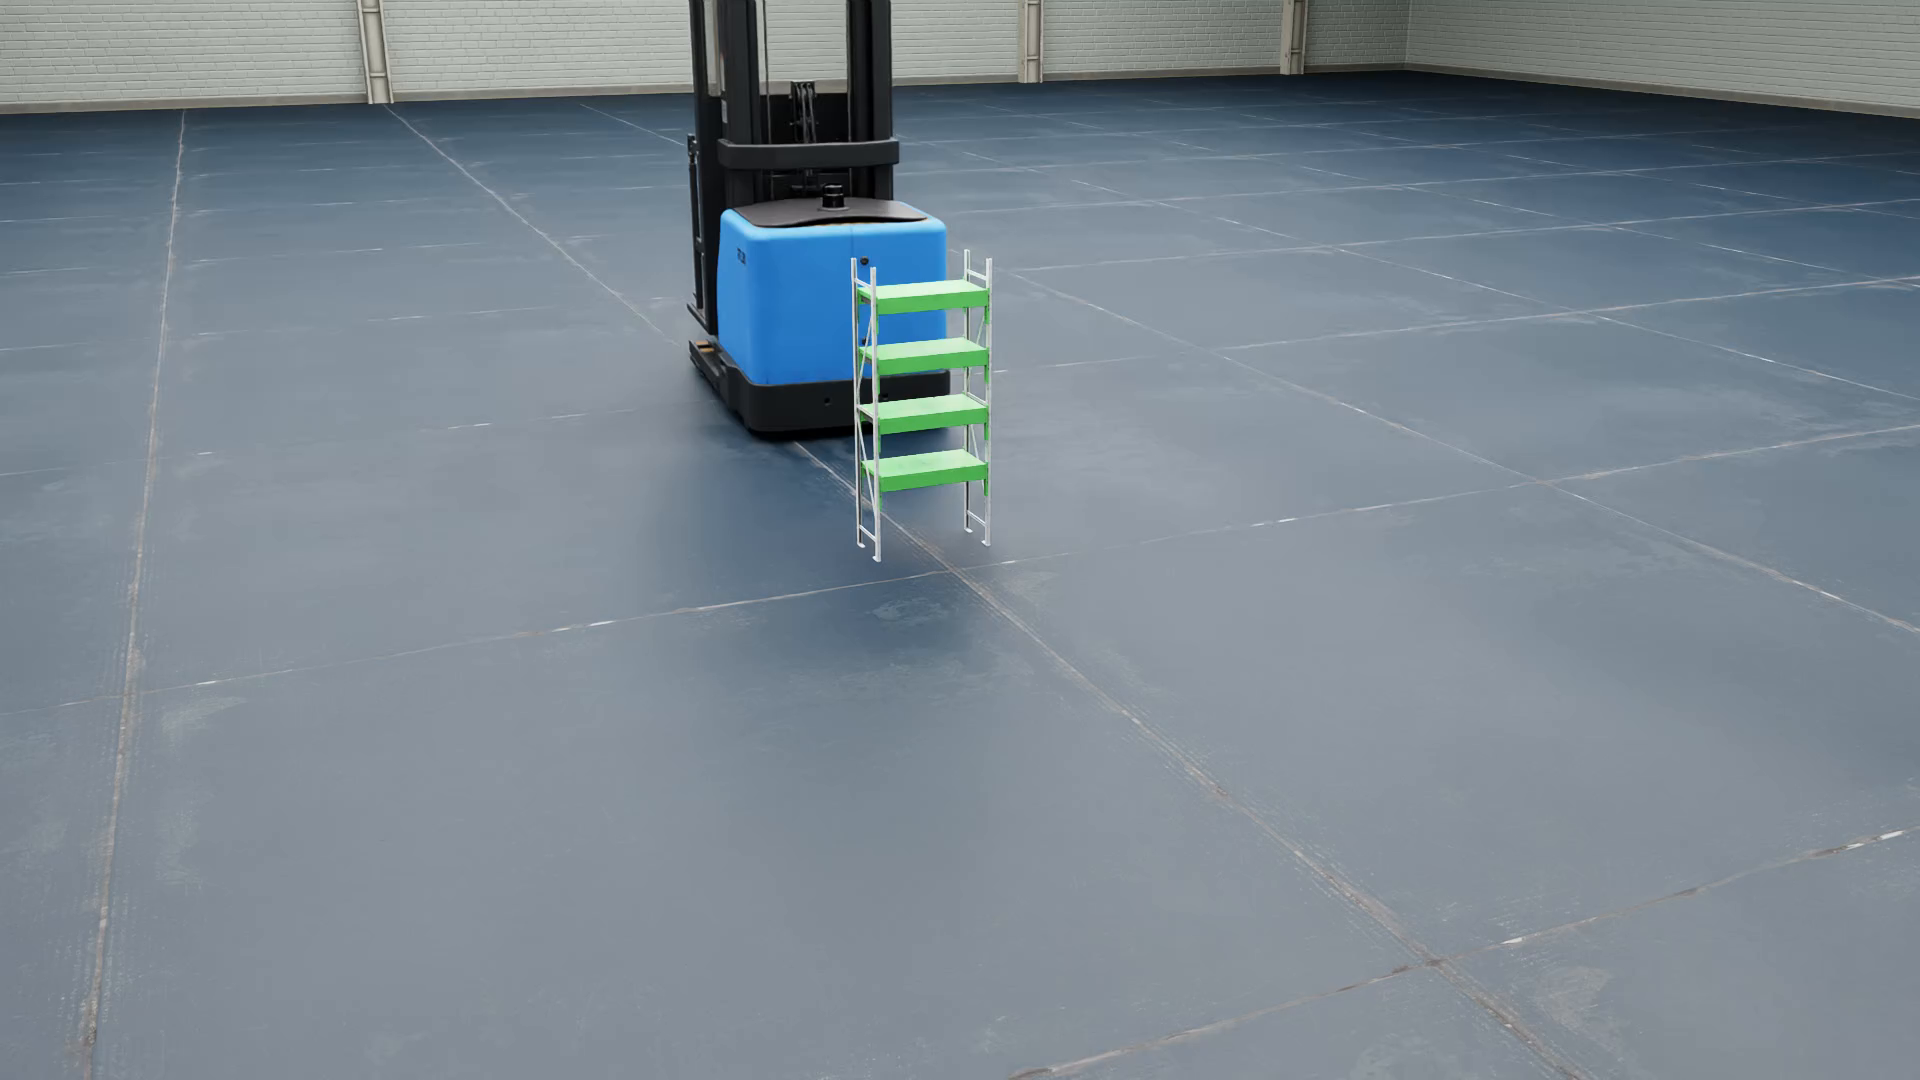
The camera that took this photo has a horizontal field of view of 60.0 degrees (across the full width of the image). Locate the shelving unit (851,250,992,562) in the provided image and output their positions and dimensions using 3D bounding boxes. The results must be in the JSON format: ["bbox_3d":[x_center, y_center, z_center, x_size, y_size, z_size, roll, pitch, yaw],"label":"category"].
[{"bbox_3d":[-0.152,-0.544,6.761,0.503,1.200,0.258,-8,21,-22],"label":"shelving unit"}]

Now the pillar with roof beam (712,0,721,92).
[{"bbox_3d":[-2.447,-11.013,24.750,0.400,9.000,9.100,-8,21,-22],"label":"pillar with roof beam"}]

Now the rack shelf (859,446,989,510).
[{"bbox_3d":[-0.152,-0.258,6.862,0.480,0.148,0.258,-8,21,-22],"label":"rack shelf"}]

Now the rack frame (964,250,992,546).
[{"bbox_3d":[0.072,-0.576,6.852,0.015,1.200,0.240,-8,21,-22],"label":"rack frame"}]

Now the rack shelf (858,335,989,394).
[{"bbox_3d":[-0.152,-0.710,6.702,0.480,0.148,0.258,-8,21,-22],"label":"rack shelf"}]

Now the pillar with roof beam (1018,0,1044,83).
[{"bbox_3d":[3.062,-11.802,26.992,0.400,9.000,9.100,-8,21,-22],"label":"pillar with roof beam"}]

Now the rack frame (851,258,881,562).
[{"bbox_3d":[-0.376,-0.512,6.670,0.015,1.200,0.240,-8,21,-22],"label":"rack frame"}]

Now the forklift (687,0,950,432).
[{"bbox_3d":[-0.983,-2.378,9.364,1.130,2.935,3.031,-6,20,-17],"label":"forklift"}]

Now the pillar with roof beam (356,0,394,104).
[{"bbox_3d":[-7.956,-10.224,22.509,0.400,9.000,9.100,-8,21,-22],"label":"pillar with roof beam"}]

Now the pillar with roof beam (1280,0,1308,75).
[{"bbox_3d":[8.571,-12.592,29.234,0.400,9.000,9.100,-8,21,-22],"label":"pillar with roof beam"}]

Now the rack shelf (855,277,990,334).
[{"bbox_3d":[-0.152,-0.937,6.623,0.480,0.148,0.258,-8,21,-22],"label":"rack shelf"}]

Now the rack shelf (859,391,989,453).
[{"bbox_3d":[-0.152,-0.484,6.782,0.480,0.148,0.258,-8,21,-22],"label":"rack shelf"}]
